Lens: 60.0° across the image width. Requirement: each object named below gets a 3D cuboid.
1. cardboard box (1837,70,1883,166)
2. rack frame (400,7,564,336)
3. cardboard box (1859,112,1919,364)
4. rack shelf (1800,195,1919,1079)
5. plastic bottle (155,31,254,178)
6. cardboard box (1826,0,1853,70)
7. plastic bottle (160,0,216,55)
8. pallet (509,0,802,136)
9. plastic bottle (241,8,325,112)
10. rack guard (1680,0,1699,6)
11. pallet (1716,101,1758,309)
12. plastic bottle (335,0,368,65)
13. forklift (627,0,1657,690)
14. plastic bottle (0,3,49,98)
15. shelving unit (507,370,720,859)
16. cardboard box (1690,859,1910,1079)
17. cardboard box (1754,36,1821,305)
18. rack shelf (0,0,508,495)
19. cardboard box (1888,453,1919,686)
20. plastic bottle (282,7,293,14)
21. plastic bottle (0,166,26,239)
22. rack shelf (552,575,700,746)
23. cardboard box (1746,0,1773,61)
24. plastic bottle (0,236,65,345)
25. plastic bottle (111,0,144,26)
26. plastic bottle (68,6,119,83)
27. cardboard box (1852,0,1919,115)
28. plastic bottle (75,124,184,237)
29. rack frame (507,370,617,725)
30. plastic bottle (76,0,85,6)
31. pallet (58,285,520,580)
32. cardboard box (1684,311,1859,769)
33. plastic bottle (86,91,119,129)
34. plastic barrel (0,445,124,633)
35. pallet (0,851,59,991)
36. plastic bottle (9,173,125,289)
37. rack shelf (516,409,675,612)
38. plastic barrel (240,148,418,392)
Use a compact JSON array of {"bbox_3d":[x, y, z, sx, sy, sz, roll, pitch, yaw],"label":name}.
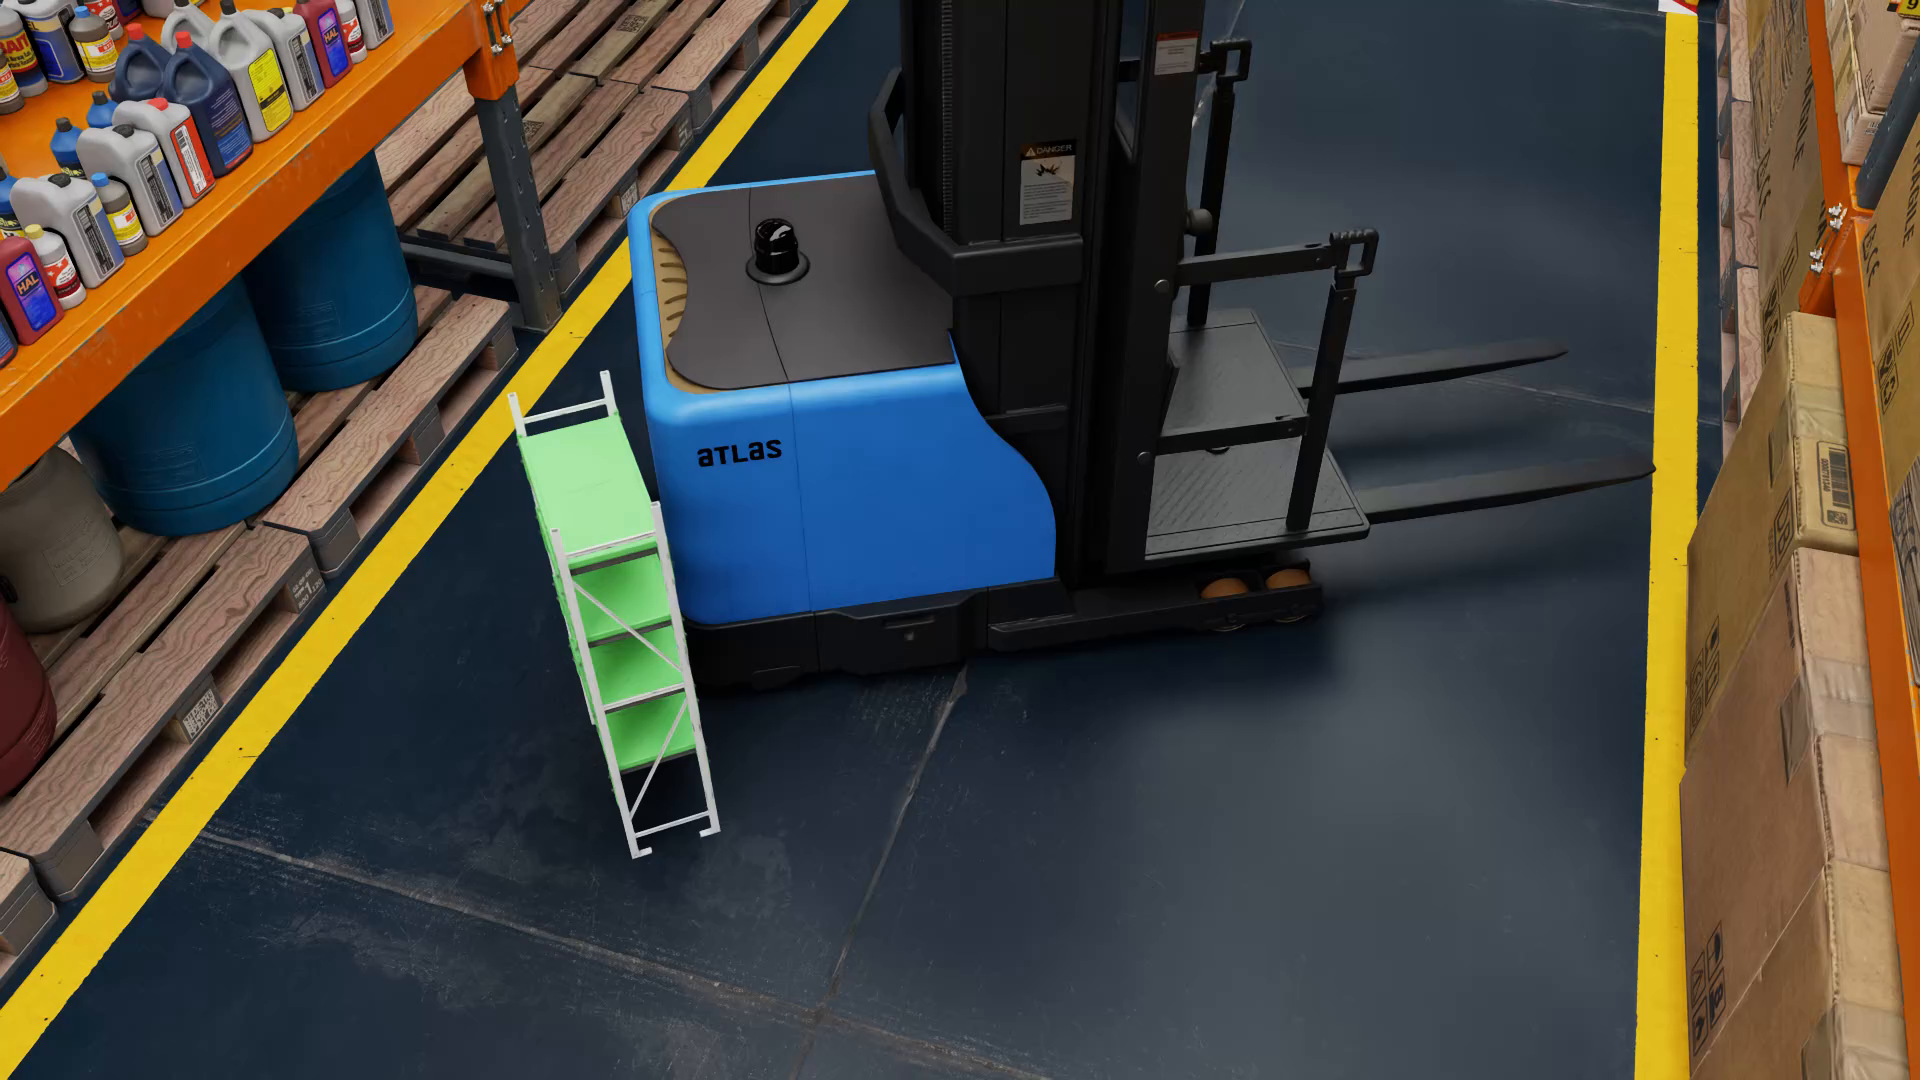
[{"bbox_3d":[2.554,-1.091,4.399,0.380,0.149,0.250,13,46,13],"label":"cardboard box"},{"bbox_3d":[-1.946,-1.957,5.105,1.000,3.000,0.127,13,46,13],"label":"rack frame"},{"bbox_3d":[2.397,-0.690,3.739,0.500,0.500,0.500,13,46,13],"label":"cardboard box"},{"bbox_3d":[2.168,0.682,2.922,1.077,0.370,4.000,13,46,13],"label":"rack shelf"},{"bbox_3d":[-1.969,-1.134,4.299,0.144,0.351,0.185,13,46,13],"label":"plastic bottle"},{"bbox_3d":[2.710,-1.433,4.750,0.380,0.149,0.250,12,46,12],"label":"cardboard box"},{"bbox_3d":[-2.050,-1.288,4.457,0.144,0.351,0.185,13,46,13],"label":"plastic bottle"},{"bbox_3d":[-1.393,-2.274,7.423,1.003,0.211,1.213,13,46,13],"label":"pallet"},{"bbox_3d":[-1.868,-1.338,4.561,0.152,0.276,0.135,13,46,13],"label":"plastic bottle"},{"bbox_3d":[3.993,-2.697,7.648,1.175,0.500,0.348,13,46,13],"label":"rack guard"},{"bbox_3d":[3.447,-1.217,6.343,1.003,0.211,1.213,13,46,12],"label":"pallet"},{"bbox_3d":[-1.767,-1.472,4.751,0.097,0.201,0.097,0,44,0],"label":"plastic bottle"},{"bbox_3d":[0.612,-1.131,4.311,3.031,2.935,1.130,-8,45,-8],"label":"forklift"},{"bbox_3d":[-2.622,-1.368,4.595,0.097,0.271,0.097,0,44,0],"label":"plastic bottle"},{"bbox_3d":[-0.849,0.220,4.166,0.258,1.200,0.503,-16,47,-15],"label":"shelving unit"},{"bbox_3d":[2.069,1.320,2.976,1.225,0.875,0.875,13,46,13],"label":"cardboard box"},{"bbox_3d":[3.323,-1.321,5.675,0.875,0.875,0.875,13,46,13],"label":"cardboard box"},{"bbox_3d":[-2.552,-0.367,3.994,1.077,0.370,4.000,13,46,13],"label":"rack shelf"},{"bbox_3d":[2.093,-0.021,3.055,0.500,0.500,0.500,12,46,12],"label":"cardboard box"},{"bbox_3d":[-1.865,-1.396,4.674,0.097,0.201,0.097,0,44,0],"label":"plastic bottle"},{"bbox_3d":[-2.256,-0.770,3.984,0.097,0.271,0.097,0,44,0],"label":"plastic bottle"},{"bbox_3d":[-0.849,0.265,4.211,0.258,0.148,0.480,-16,47,-15],"label":"rack shelf"},{"bbox_3d":[3.868,-2.521,6.901,0.875,0.875,0.875,13,46,13],"label":"cardboard box"},{"bbox_3d":[-2.159,-0.596,3.798,0.061,0.283,0.133,13,46,13],"label":"plastic bottle"},{"bbox_3d":[-2.504,-1.672,4.898,0.061,0.283,0.133,13,46,13],"label":"plastic bottle"},{"bbox_3d":[-2.436,-1.400,4.678,0.097,0.201,0.097,0,44,0],"label":"plastic bottle"},{"bbox_3d":[2.658,-1.310,4.339,0.500,0.250,0.500,12,46,12],"label":"cardboard box"},{"bbox_3d":[-2.062,-0.912,4.126,0.152,0.276,0.135,13,46,13],"label":"plastic bottle"},{"bbox_3d":[-0.938,0.061,4.328,0.240,1.200,0.015,-16,47,-15],"label":"rack frame"},{"bbox_3d":[-2.551,-1.522,4.753,0.097,0.271,0.097,0,44,0],"label":"plastic bottle"},{"bbox_3d":[-2.220,-0.455,5.564,1.003,0.211,1.213,13,46,13],"label":"pallet"},{"bbox_3d":[2.599,0.132,4.189,1.225,0.875,0.875,13,46,13],"label":"cardboard box"},{"bbox_3d":[-2.145,-1.014,4.234,0.097,0.271,0.097,0,44,0],"label":"plastic bottle"},{"bbox_3d":[-2.598,-0.029,4.614,0.421,0.512,0.421,0,44,0],"label":"plastic barrel"},{"bbox_3d":[-2.959,1.172,3.902,1.003,0.211,1.213,13,46,13],"label":"pallet"},{"bbox_3d":[-2.132,-0.757,3.968,0.152,0.276,0.135,13,46,13],"label":"plastic bottle"},{"bbox_3d":[-0.853,-0.077,3.874,0.258,0.148,0.480,-16,47,-15],"label":"rack shelf"},{"bbox_3d":[-2.127,-0.998,5.325,0.600,0.901,0.708,13,46,13],"label":"plastic barrel"}]
